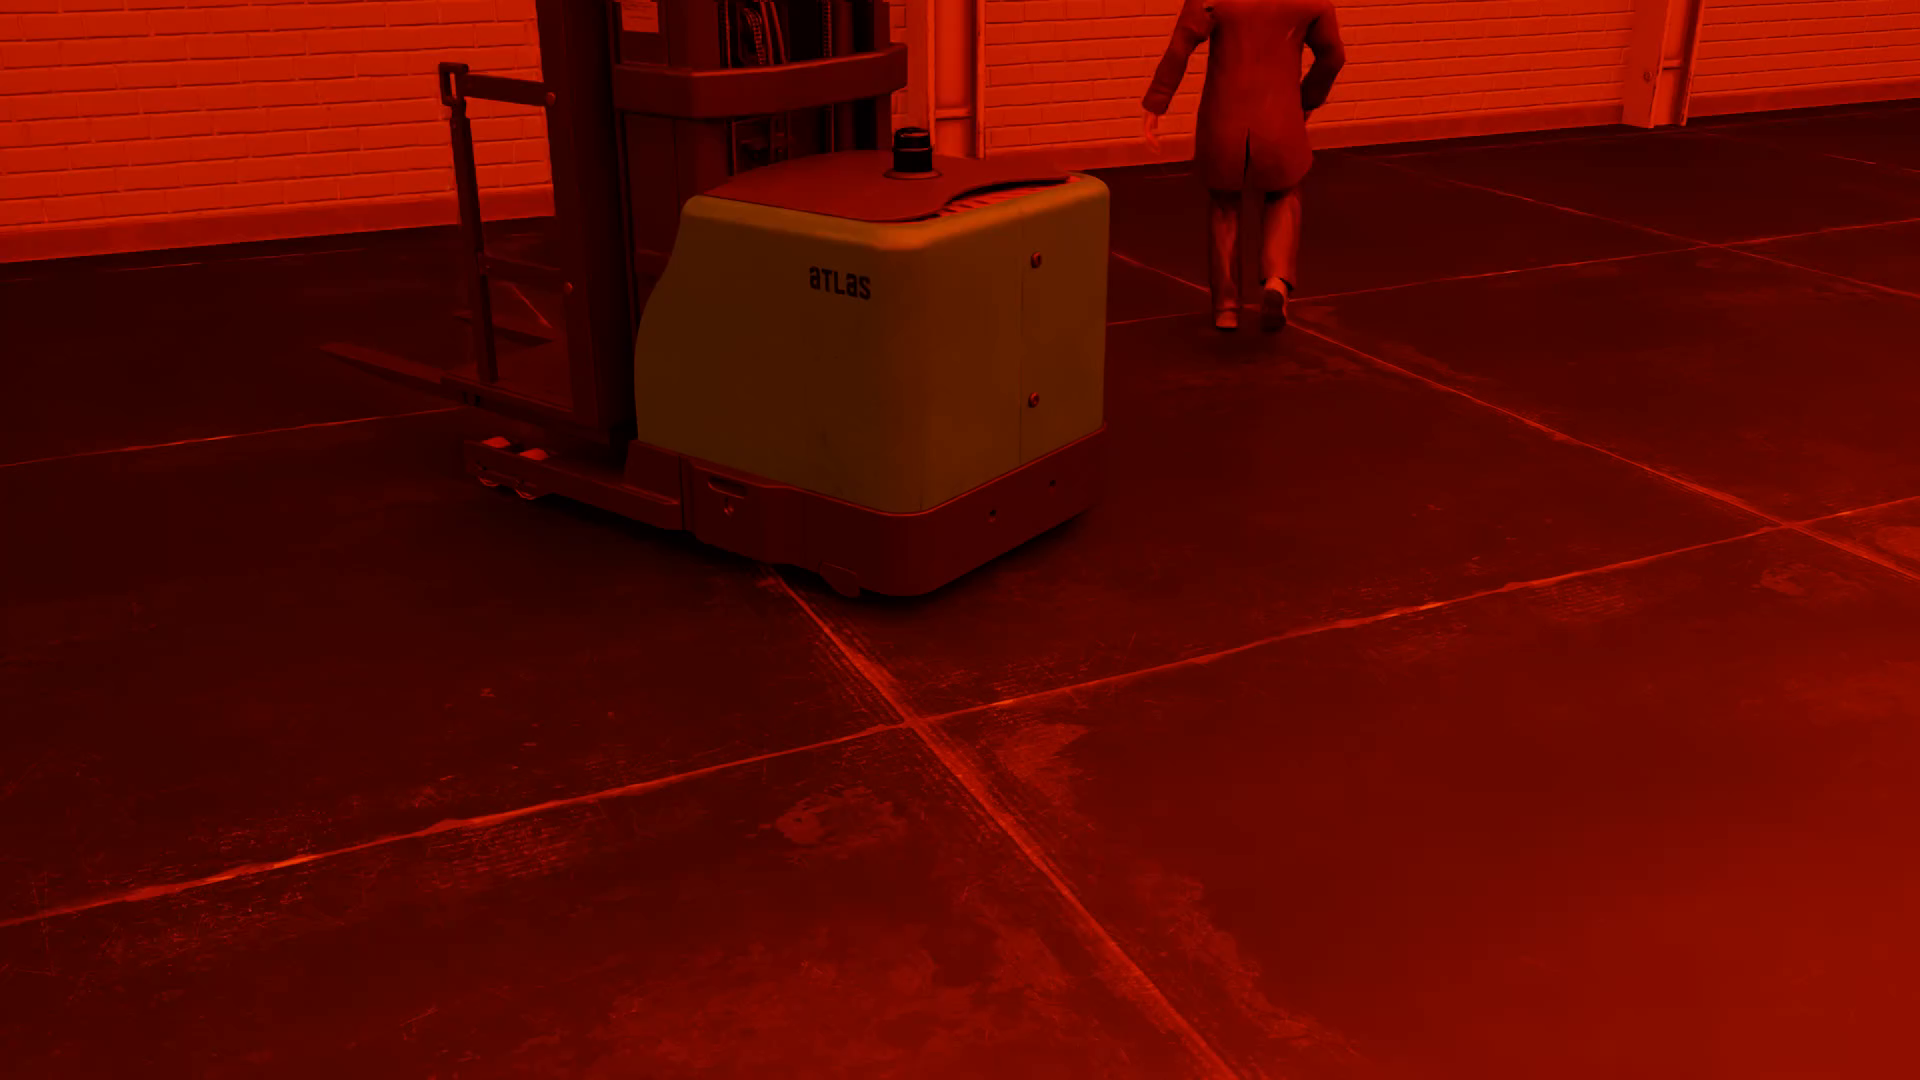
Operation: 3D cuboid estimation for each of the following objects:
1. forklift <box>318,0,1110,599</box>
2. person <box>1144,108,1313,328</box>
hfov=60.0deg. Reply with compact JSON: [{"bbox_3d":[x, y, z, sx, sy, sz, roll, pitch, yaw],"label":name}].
[{"bbox_3d":[-1.022,-1.598,5.215,3.031,2.867,1.129,16,28,34],"label":"forklift"},{"bbox_3d":[1.186,-1.735,7.118,0.796,1.680,0.508,4,23,11],"label":"person"}]
